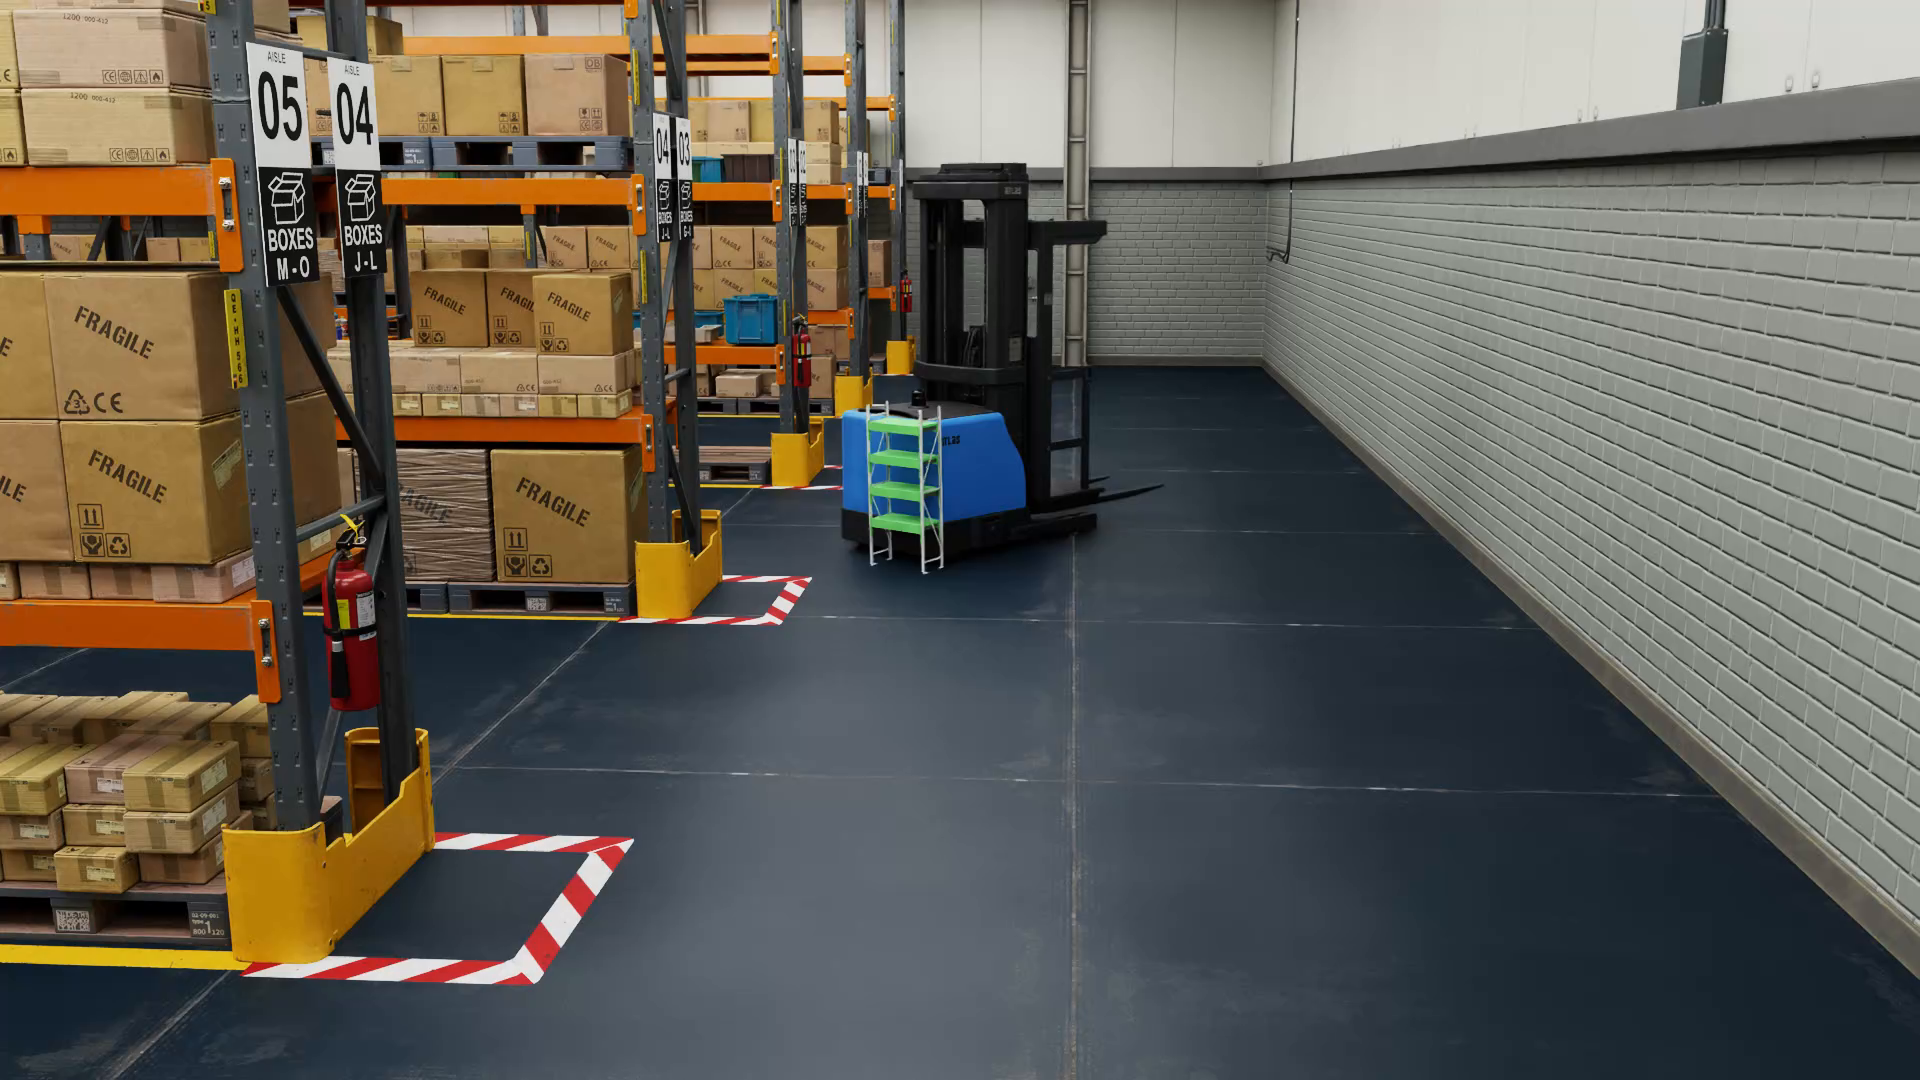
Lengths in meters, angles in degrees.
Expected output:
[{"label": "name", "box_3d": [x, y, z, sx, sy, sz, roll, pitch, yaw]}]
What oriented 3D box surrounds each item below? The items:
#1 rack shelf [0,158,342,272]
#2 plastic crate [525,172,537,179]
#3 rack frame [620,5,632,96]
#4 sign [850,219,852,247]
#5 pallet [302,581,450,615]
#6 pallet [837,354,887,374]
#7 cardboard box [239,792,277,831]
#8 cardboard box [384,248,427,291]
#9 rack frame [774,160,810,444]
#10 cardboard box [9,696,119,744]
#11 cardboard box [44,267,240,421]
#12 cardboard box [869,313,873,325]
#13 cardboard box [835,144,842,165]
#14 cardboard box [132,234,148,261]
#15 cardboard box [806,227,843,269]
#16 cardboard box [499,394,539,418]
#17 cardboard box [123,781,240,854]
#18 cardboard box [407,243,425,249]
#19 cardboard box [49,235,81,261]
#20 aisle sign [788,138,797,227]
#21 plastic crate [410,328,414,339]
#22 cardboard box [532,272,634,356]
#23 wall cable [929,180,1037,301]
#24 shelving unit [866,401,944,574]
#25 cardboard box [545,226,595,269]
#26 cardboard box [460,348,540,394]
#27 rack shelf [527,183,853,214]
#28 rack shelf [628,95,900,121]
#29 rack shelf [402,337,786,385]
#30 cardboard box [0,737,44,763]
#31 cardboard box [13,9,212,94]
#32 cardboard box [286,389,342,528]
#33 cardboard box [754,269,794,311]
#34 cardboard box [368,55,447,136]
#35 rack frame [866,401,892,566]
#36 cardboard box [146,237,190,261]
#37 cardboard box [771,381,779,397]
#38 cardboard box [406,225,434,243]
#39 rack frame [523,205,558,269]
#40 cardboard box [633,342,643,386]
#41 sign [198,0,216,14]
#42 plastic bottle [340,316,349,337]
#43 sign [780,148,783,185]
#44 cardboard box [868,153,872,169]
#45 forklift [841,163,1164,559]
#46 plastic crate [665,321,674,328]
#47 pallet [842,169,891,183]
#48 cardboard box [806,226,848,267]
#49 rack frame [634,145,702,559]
[{"label": "rack shelf", "box_3d": [-4.355, -1.207, 6.142, 4.000, 0.370, 1.077, 1, 12, 4]}, {"label": "plastic crate", "box_3d": [-4.293, -3.541, 16.189, 0.466, 0.136, 0.293, 1, 12, 4]}, {"label": "rack frame", "box_3d": [-4.925, -7.102, 25.242, 0.127, 3.000, 1.000, 1, 12, 4]}, {"label": "sign", "box_3d": [-1.318, -3.707, 20.065, 0.005, 0.325, 0.100, 1, 12, 4]}, {"label": "pallet", "box_3d": [-3.944, 0.278, 11.426, 1.213, 0.211, 1.003, 1, 12, 4]}, {"label": "pallet", "box_3d": [-1.737, -2.741, 25.856, 1.213, 0.211, 1.003, 1, 12, 4]}, {"label": "cardboard box", "box_3d": [-2.861, 1.054, 6.840, 0.250, 0.149, 0.380, 1, 12, 5]}, {"label": "cardboard box", "box_3d": [-7.019, -3.420, 21.020, 0.500, 0.500, 0.700, -2, 12, -11]}, {"label": "rack frame", "box_3d": [-1.596, -2.087, 15.919, 0.127, 3.000, 1.000, 1, 12, 4]}, {"label": "cardboard box", "box_3d": [-3.638, 0.764, 6.776, 0.250, 0.149, 0.380, 0, 12, 1]}, {"label": "cardboard box", "box_3d": [-2.833, -0.703, 5.889, 0.500, 0.500, 0.500, 1, 12, 3]}, {"label": "cardboard box", "box_3d": [-1.501, -3.439, 25.876, 0.250, 0.149, 0.380, 1, 12, 4]}, {"label": "cardboard box", "box_3d": [-1.757, -4.799, 20.701, 0.500, 0.250, 0.500, 1, 12, 4]}, {"label": "cardboard box", "box_3d": [-13.362, -4.628, 26.551, 0.500, 0.500, 0.500, 1, 12, 2]}, {"label": "cardboard box", "box_3d": [-1.724, -3.587, 20.404, 0.500, 0.500, 0.500, 1, 12, 3]}, {"label": "cardboard box", "box_3d": [-2.815, -0.897, 10.842, 0.250, 0.149, 0.380, 1, 12, 4]}, {"label": "cardboard box", "box_3d": [-2.905, 1.032, 6.219, 0.250, 0.149, 0.380, 0, 12, 2]}, {"label": "cardboard box", "box_3d": [-8.449, -4.366, 25.793, 0.500, 0.500, 0.500, 1, 12, 5]}, {"label": "cardboard box", "box_3d": [-13.898, -4.528, 26.072, 0.500, 0.500, 0.500, 1, 12, 3]}, {"label": "aisle sign", "box_3d": [-1.544, -3.299, 15.362, 0.004, 0.787, 0.394, 1, 12, 4]}, {"label": "plastic crate", "box_3d": [-5.132, -2.006, 16.032, 0.243, 0.136, 0.396, 1, 12, 4]}, {"label": "cardboard box", "box_3d": [-2.431, -1.467, 10.765, 0.500, 0.500, 0.500, 1, 12, 4]}, {"label": "wall cable", "box_3d": [0.407, -4.784, 26.331, 1.851, 1.984, 0.084, 1, 12, 4]}, {"label": "shelving unit", "box_3d": [-0.403, -0.388, 12.176, 0.503, 1.200, 0.258, 9, 16, 36]}, {"label": "cardboard box", "box_3d": [-4.801, -3.628, 20.600, 0.500, 0.500, 0.500, 1, 12, 5]}, {"label": "cardboard box", "box_3d": [-2.934, -1.107, 10.873, 0.500, 0.250, 0.500, 1, 12, 3]}, {"label": "rack shelf", "box_3d": [-3.257, -4.242, 20.654, 4.000, 0.370, 1.077, 1, 12, 4]}, {"label": "rack shelf", "box_3d": [-2.930, -6.527, 25.226, 4.000, 0.370, 1.077, 1, 12, 4]}, {"label": "rack shelf", "box_3d": [-3.592, -1.762, 16.124, 4.000, 0.370, 1.077, 1, 12, 4]}, {"label": "cardboard box", "box_3d": [-3.672, 0.871, 6.264, 0.250, 0.149, 0.380, 0, 12, 1]}, {"label": "cardboard box", "box_3d": [-2.836, -1.657, 5.683, 0.500, 0.250, 0.500, 0, 12, 2]}, {"label": "cardboard box", "box_3d": [-2.789, -0.320, 6.503, 0.500, 0.500, 0.500, 1, 12, 6]}, {"label": "cardboard box", "box_3d": [-2.244, -3.105, 20.540, 0.500, 0.500, 0.500, 1, 12, 4]}, {"label": "cardboard box", "box_3d": [-3.522, -2.873, 10.834, 0.500, 0.500, 0.700, 0, 12, 0]}, {"label": "rack frame", "box_3d": [-0.598, -0.418, 12.319, 0.015, 1.200, 0.240, 9, 16, 36]}, {"label": "cardboard box", "box_3d": [-12.402, -4.525, 26.258, 0.500, 0.500, 0.700, 1, 12, 4]}, {"label": "cardboard box", "box_3d": [-2.218, -1.908, 20.911, 0.250, 0.166, 0.380, 1, 12, 4]}, {"label": "cardboard box", "box_3d": [-8.452, -4.733, 25.715, 0.500, 0.250, 0.500, 1, 12, 5]}, {"label": "rack frame", "box_3d": [-5.252, -3.154, 21.018, 0.127, 3.000, 1.000, 1, 12, 4]}, {"label": "cardboard box", "box_3d": [-2.388, -1.209, 11.362, 0.500, 0.250, 0.500, 0, 12, 2]}, {"label": "sign", "box_3d": [-2.416, -1.852, 5.306, 0.005, 0.325, 0.100, 1, 12, 4]}, {"label": "plastic bottle", "box_3d": [-6.174, -2.136, 16.640, 0.097, 0.201, 0.097, 0, 12, 0]}, {"label": "sign", "box_3d": [-1.617, -3.391, 15.084, 0.005, 0.325, 0.100, 1, 12, 4]}, {"label": "cardboard box", "box_3d": [-1.646, -5.820, 25.537, 0.500, 0.250, 0.500, 1, 12, 7]}, {"label": "forklift", "box_3d": [0.475, -1.529, 13.417, 3.031, 2.935, 1.130, -12, 16, -44]}, {"label": "plastic crate", "box_3d": [-2.812, -2.089, 16.424, 0.298, 0.136, 0.250, 1, 12, 4]}, {"label": "pallet", "box_3d": [-1.675, -5.544, 25.335, 1.213, 0.211, 1.003, 1, 12, 4]}, {"label": "cardboard box", "box_3d": [-1.686, -3.697, 20.930, 0.500, 0.500, 0.500, 1, 12, 5]}, {"label": "rack frame", "box_3d": [-1.927, -1.075, 11.082, 0.127, 3.000, 1.000, 1, 12, 4]}]
